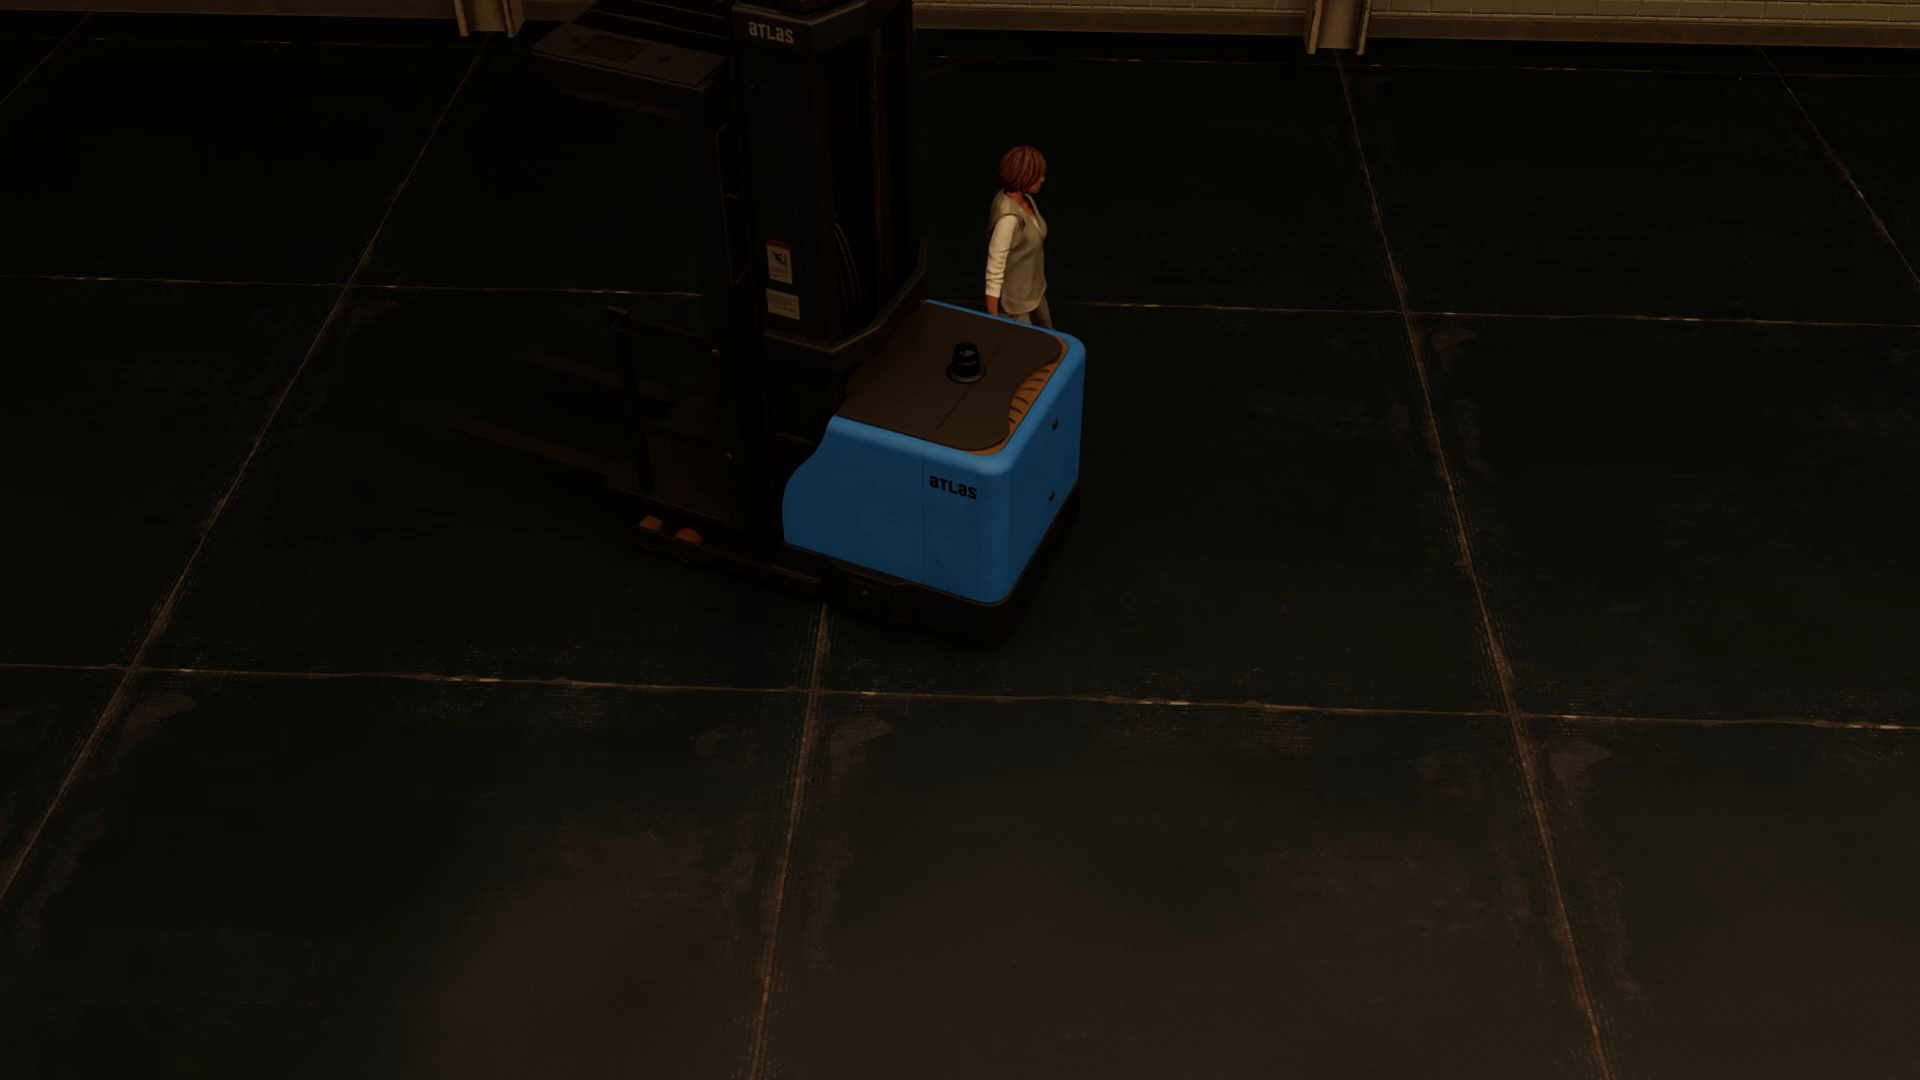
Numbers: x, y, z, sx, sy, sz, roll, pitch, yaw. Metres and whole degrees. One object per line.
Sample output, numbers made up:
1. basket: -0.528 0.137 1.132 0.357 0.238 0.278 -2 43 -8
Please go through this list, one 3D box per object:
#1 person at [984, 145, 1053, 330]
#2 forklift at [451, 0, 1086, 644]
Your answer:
1. person: 0.234 -1.158 8.077 0.359 1.574 0.689 11 43 12
2. forklift: -0.996 -1.283 7.147 3.031 2.935 1.130 17 45 17
